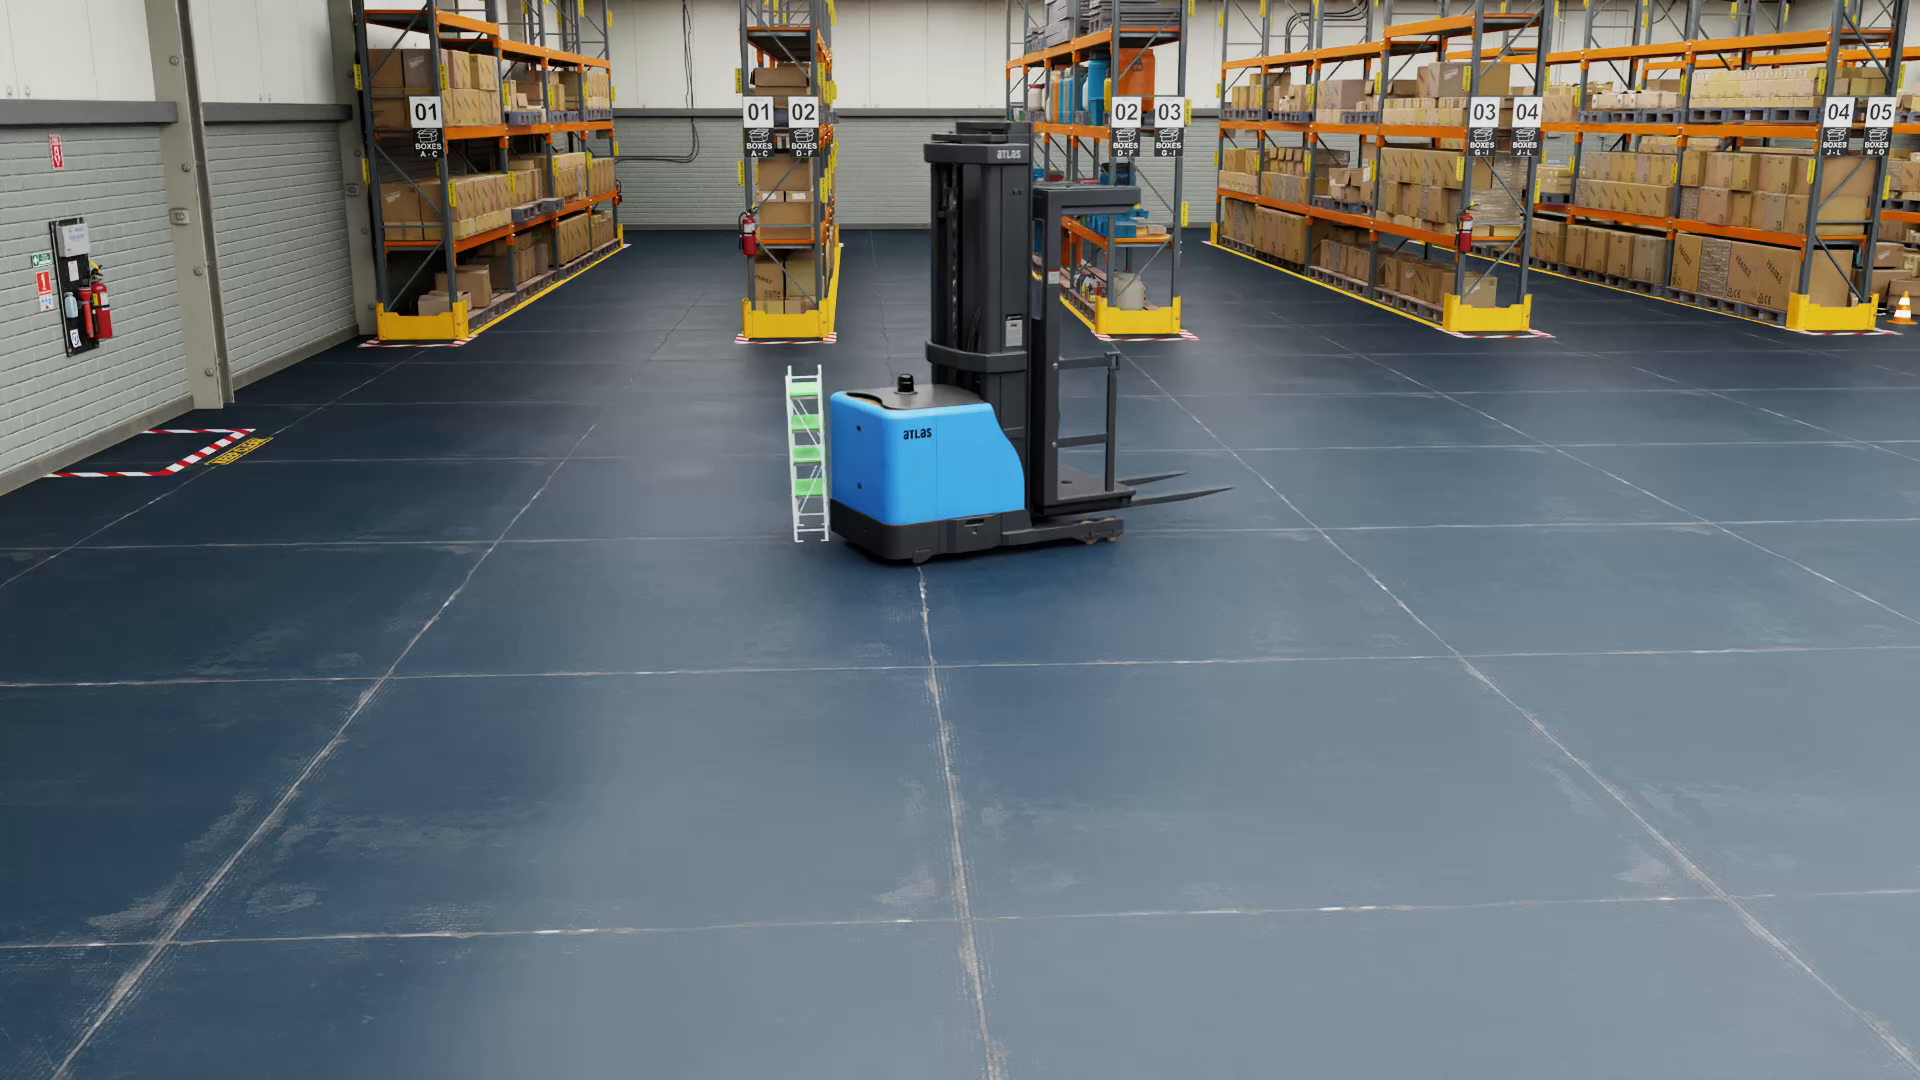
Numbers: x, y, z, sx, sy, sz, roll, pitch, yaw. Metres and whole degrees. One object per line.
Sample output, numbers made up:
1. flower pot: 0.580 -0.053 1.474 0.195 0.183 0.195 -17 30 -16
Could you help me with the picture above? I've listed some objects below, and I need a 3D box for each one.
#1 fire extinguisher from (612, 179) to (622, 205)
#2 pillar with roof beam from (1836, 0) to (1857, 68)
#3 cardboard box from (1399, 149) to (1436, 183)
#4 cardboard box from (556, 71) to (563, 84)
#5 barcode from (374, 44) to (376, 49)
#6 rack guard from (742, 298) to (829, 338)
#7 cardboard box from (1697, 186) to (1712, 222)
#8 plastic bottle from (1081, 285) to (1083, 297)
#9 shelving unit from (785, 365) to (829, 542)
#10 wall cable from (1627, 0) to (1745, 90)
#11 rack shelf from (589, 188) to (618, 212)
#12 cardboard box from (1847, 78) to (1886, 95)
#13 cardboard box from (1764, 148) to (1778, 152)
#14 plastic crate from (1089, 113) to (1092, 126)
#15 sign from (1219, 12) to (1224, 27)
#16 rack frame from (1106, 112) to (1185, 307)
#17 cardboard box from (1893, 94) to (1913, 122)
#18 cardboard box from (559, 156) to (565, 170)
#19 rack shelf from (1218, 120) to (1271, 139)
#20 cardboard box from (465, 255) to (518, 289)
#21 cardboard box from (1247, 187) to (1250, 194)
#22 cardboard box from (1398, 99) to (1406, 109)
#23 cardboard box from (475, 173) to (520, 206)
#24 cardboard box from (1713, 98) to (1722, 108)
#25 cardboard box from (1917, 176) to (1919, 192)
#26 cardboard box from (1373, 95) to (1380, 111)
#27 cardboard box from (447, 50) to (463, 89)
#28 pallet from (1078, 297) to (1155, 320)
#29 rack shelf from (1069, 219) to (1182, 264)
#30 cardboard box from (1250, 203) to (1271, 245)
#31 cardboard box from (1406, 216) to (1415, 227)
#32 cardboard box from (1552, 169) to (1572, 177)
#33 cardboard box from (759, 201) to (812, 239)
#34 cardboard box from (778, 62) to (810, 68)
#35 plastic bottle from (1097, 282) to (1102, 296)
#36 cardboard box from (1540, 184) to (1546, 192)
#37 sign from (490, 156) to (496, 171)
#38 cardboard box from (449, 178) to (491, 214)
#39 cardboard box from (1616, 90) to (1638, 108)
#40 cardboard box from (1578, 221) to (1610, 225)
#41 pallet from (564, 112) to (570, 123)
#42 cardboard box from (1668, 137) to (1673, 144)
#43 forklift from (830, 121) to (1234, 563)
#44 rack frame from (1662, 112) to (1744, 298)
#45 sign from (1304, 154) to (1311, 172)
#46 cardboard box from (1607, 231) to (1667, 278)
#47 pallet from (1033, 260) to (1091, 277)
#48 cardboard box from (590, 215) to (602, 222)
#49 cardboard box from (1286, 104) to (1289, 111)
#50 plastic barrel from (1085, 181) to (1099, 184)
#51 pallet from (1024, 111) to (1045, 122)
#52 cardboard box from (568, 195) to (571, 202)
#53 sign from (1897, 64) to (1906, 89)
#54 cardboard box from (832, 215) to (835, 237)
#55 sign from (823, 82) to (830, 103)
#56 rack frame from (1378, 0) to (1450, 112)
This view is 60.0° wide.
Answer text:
1. fire extinguisher: -7.886 -8.010 38.040 0.296 0.674 0.183 -1 14 -3
2. pillar with roof beam: 17.775 -12.166 41.253 9.100 9.000 0.400 -1 14 -3
3. cardboard box: 7.075 -5.740 25.512 0.500 0.500 0.500 -1 14 -3
4. cardboard box: -8.366 -9.353 34.092 0.500 0.500 0.500 -1 14 -4
5. barcode: -7.889 -6.649 22.416 0.001 0.075 0.075 -1 14 -3
6. rack guard: -2.401 -3.065 22.934 1.175 0.500 0.348 -1 14 -3
7. cardboard box: 12.286 -5.324 26.398 0.875 0.550 0.550 -1 14 -3
8. plastic bottle: 1.936 -3.885 25.837 0.097 0.201 0.097 0 14 0
9. shelving unit: -1.103 -0.631 12.057 0.258 1.200 0.503 -3 15 -3
10. wall cable: 19.285 -12.944 44.199 2.988 3.039 0.133 -1 14 -3
11. rack shelf: -8.213 -7.337 35.967 1.077 0.370 4.000 -1 14 -3
12. cardboard box: 12.668 -6.385 23.462 0.500 0.250 0.500 -1 14 -4
13. cardboard box: 16.499 -7.610 33.377 0.500 0.500 0.500 -1 14 -4
14. plastic crate: 2.120 -6.305 24.917 0.336 0.188 0.450 -1 14 -3
15. sign: 5.940 -11.840 37.791 0.100 0.325 0.005 -1 14 -3
16. rack frame: 2.542 -4.357 22.940 1.000 3.000 0.127 -1 14 -3
17. cardboard box: 17.004 -7.700 29.705 0.797 0.503 0.637 -1 14 -3
18. cardboard box: -7.647 -7.009 30.906 0.500 0.250 0.500 -1 14 -4
19. rack shelf: 6.618 -9.019 36.485 1.077 0.370 4.000 -1 14 -3
20. cardboard box: -7.656 -4.384 27.179 0.700 0.500 0.500 0 14 -2
21. cardboard box: 6.364 -7.495 35.639 0.380 0.149 0.250 -1 14 -4
22. cardboard box: 7.030 -6.782 25.848 0.380 0.149 0.250 -1 14 -3
23. cardboard box: -7.619 -5.726 27.179 0.700 0.500 0.500 1 14 2
24. cardboard box: 11.925 -6.778 25.790 0.380 0.149 0.250 -1 14 -4
25. cardboard box: 16.839 -6.211 28.508 0.500 0.500 0.500 -1 14 -3
26. cardboard box: 7.080 -7.251 27.596 0.396 0.266 0.258 0 14 -1
27. cardboard box: -7.108 -6.424 22.707 0.500 0.500 0.500 -1 14 -4
28. pallet: 2.373 -3.529 25.320 1.003 0.211 1.213 -1 14 -3
29. rack shelf: 2.418 -4.506 24.962 1.077 0.370 4.000 -1 14 -3
30. cardboard box: 6.781 -6.757 35.691 0.875 0.875 0.875 -1 14 -3
31. cardboard box: 7.057 -4.875 25.459 0.380 0.149 0.250 -1 14 -3
32. cardboard box: 11.459 -6.959 31.521 0.380 0.149 0.250 -1 15 -6
33. cardboard box: -2.418 -4.446 23.085 0.700 0.500 0.500 -1 14 -3
34. cardboard box: -2.649 -7.377 26.610 0.500 0.500 0.500 -1 14 -3
35. plastic bottle: 2.109 -3.769 25.224 0.061 0.283 0.133 -1 14 -3
36. cardboard box: 11.427 -6.797 32.086 0.380 0.149 0.250 -1 14 -2
37. sign: -8.395 -6.745 29.897 0.100 0.325 0.005 -1 14 -3
38. cardboard box: -7.166 -5.007 24.224 0.500 0.500 0.500 0 14 -2
39. cardboard box: 11.835 -7.700 29.048 0.500 0.311 0.500 -1 14 -4
40. cardboard box: 12.145 -6.005 32.016 0.500 0.250 0.500 -2 15 -6
41. pallet: -8.007 -7.992 31.428 1.003 0.211 1.213 0 14 -1
42. cardboard box: 16.196 -8.997 37.464 0.380 0.149 0.250 -1 14 -3
43. forklift: 0.606 -1.501 11.977 3.031 2.935 1.130 -8 16 -27
44. rack frame: 12.194 -5.479 27.303 1.000 3.000 0.127 -1 14 -3
45. sign: 6.436 -6.974 30.789 0.100 0.325 0.005 -1 14 -3
46. cardboard box: 12.010 -4.986 29.058 1.050 0.750 0.750 -1 14 -3
47. pallet: 1.956 -5.191 31.779 1.003 0.211 1.213 -1 14 -3
48. cardboard box: -7.905 -6.901 35.698 0.380 0.149 0.250 -1 14 -5
49. cardboard box: 6.685 -8.579 32.993 0.380 0.149 0.250 -1 15 -6
50. plastic barrel: 2.382 -5.949 28.854 0.433 0.535 0.433 0 14 0
51. pallet: 1.945 -8.509 33.437 1.213 0.211 1.003 -1 14 -3
52. cardboard box: -7.746 -6.614 32.175 0.380 0.149 0.250 0 14 -2
53. sign: 12.996 -6.406 22.972 0.100 0.325 0.005 -1 14 -3
54. cardboard box: -3.114 -7.131 37.857 0.500 0.500 0.500 -1 14 -3
55. sign: -2.096 -7.026 26.099 0.100 0.325 0.005 -1 14 -3
56. rack frame: 7.238 -8.333 26.356 1.000 3.000 0.127 -1 14 -3
